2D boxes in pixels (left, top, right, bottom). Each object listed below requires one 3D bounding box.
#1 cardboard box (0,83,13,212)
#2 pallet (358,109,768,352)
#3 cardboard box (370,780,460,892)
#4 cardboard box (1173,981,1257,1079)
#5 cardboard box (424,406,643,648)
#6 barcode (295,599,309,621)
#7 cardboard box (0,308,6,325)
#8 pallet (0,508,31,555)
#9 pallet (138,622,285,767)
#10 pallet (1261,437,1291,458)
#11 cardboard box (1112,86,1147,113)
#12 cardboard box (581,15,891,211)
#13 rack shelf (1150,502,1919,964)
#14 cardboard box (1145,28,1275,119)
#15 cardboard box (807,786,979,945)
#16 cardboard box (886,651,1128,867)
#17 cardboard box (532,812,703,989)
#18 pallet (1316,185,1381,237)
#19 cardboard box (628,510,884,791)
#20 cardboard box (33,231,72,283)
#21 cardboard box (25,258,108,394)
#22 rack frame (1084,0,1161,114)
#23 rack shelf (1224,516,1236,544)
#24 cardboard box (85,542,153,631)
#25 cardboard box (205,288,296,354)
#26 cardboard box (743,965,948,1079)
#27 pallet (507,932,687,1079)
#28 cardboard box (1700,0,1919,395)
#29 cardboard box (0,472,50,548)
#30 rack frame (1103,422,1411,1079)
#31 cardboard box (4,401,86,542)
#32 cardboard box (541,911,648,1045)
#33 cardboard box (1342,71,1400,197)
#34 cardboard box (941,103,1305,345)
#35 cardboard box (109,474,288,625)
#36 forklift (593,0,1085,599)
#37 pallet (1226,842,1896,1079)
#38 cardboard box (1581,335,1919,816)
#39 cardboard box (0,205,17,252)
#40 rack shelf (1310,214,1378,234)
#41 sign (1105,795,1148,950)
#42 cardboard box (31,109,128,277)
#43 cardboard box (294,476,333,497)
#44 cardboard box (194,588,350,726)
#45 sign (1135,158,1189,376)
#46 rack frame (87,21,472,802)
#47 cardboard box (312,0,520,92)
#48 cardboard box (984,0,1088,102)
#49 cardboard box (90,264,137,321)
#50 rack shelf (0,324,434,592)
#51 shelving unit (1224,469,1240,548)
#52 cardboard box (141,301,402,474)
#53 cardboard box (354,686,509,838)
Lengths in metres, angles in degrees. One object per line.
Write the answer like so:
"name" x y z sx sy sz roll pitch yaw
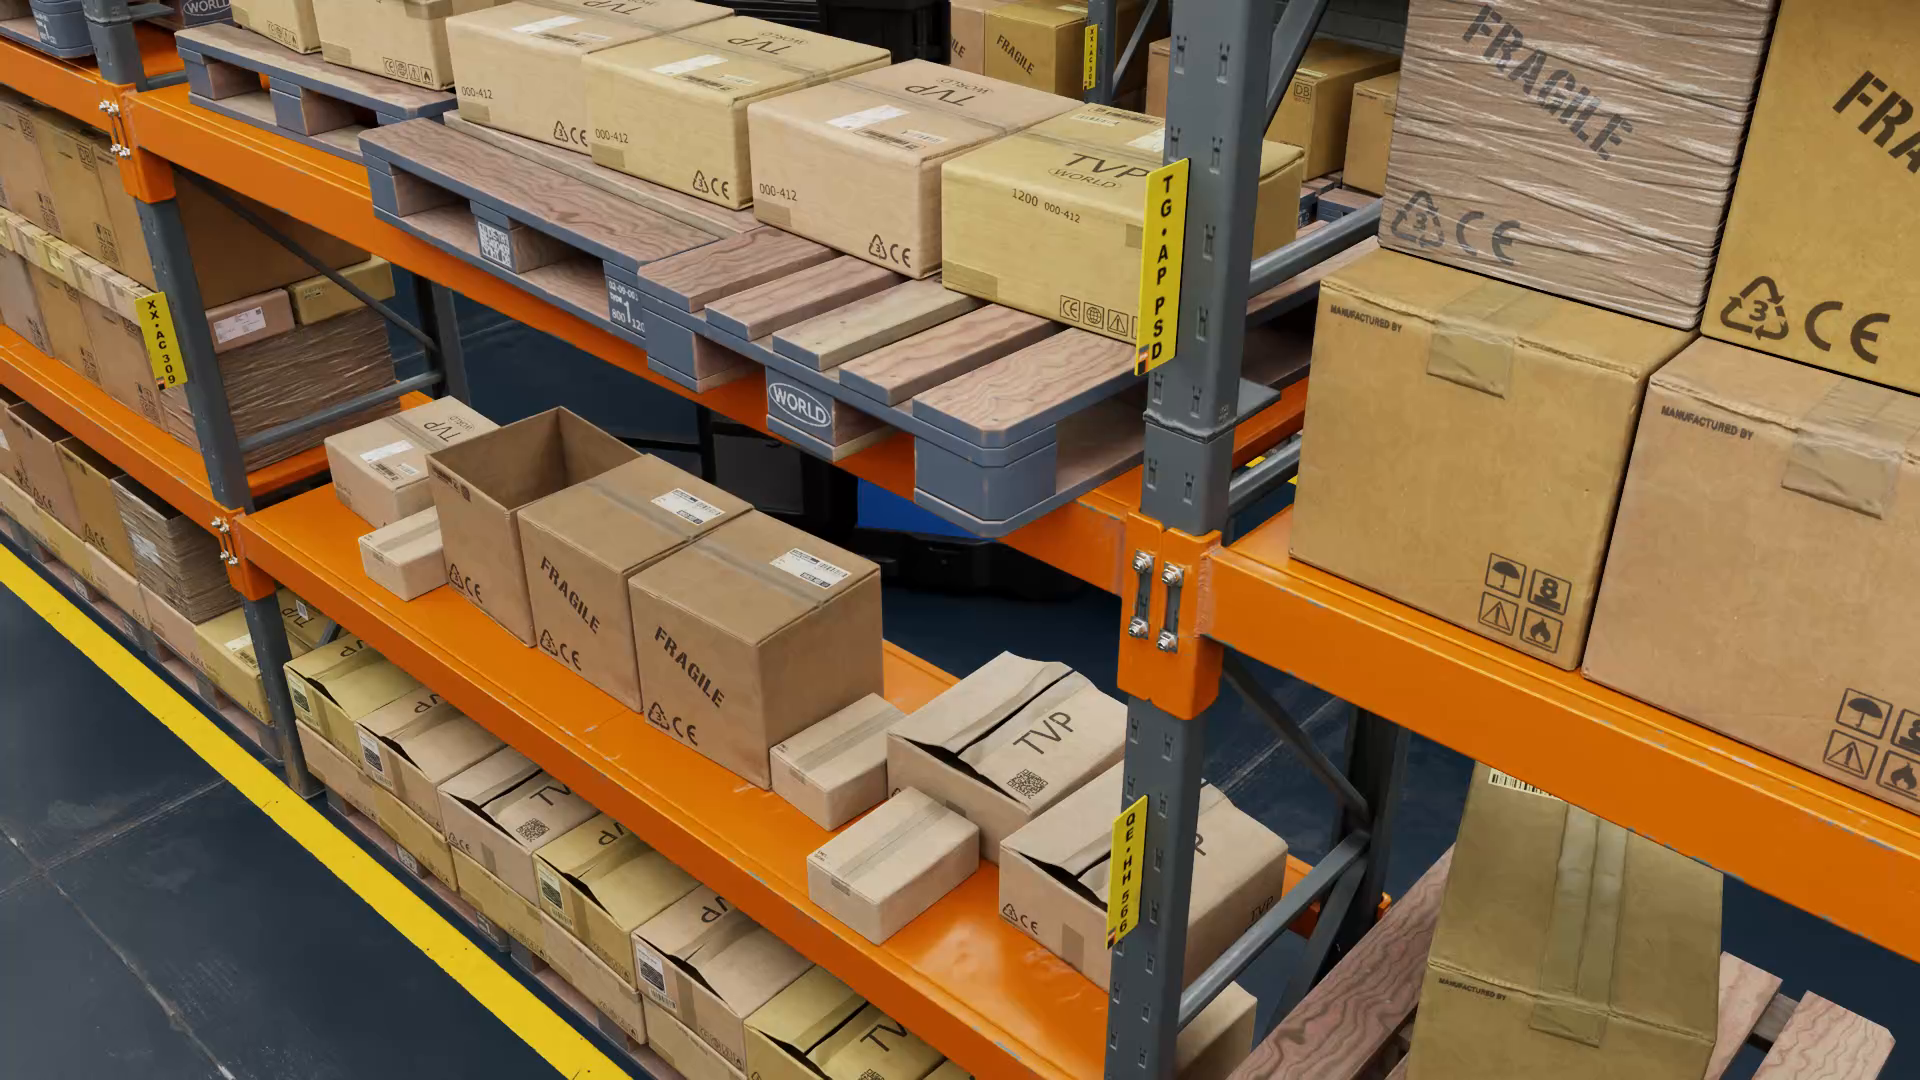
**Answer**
"cardboard box" -3.729 -1.737 6.873 0.500 0.500 0.700 25 39 35
"pallet" -0.708 -0.873 4.066 1.213 0.211 1.003 27 40 37
"cardboard box" -1.769 0.943 6.033 0.500 0.250 0.500 26 40 36
"cardboard box" 0.495 1.382 4.761 0.500 0.311 0.500 27 40 37
"cardboard box" -1.331 -0.055 5.336 0.500 0.500 0.500 -26 40 -36
"barcode" -2.370 0.252 5.989 0.075 0.075 0.001 25 39 35
"cardboard box" -4.151 -1.373 7.526 0.500 0.500 0.700 25 39 35
"pallet" -4.650 -0.408 8.722 1.213 0.211 1.003 25 39 35
"pallet" -2.841 0.437 7.319 1.213 0.211 1.003 25 39 35
"pallet" 1.620 -0.898 9.538 1.213 0.211 1.003 25 39 35
"cardboard box" 0.837 -2.551 9.705 0.500 0.250 0.500 26 39 36
"cardboard box" -0.505 -0.995 3.825 0.500 0.250 0.500 24 39 34
"rack shelf" 2.169 0.633 2.079 4.000 0.370 1.077 25 39 35
"cardboard box" 1.396 -2.404 8.812 0.500 0.500 0.700 25 39 35
"cardboard box" -0.166 0.820 4.223 0.250 0.149 0.380 25 39 35
"cardboard box" 0.153 0.573 4.477 0.500 0.311 0.500 25 39 35
"cardboard box" -1.000 1.061 5.294 0.500 0.311 0.500 26 40 36
"pallet" 2.512 -1.565 8.127 1.213 0.211 1.003 25 39 35
"cardboard box" -0.569 0.301 4.745 0.500 0.500 0.500 23 38 33
"cardboard box" -3.378 -1.152 6.530 0.250 0.149 0.380 25 39 35
"cardboard box" -3.378 -1.016 6.932 0.500 0.500 0.700 26 39 36
"rack frame" 1.042 -2.362 9.265 0.127 3.000 1.000 25 39 35
"rack shelf" 0.941 -0.033 7.652 0.431 0.518 0.480 -15 34 -23
"cardboard box" -3.515 0.111 7.417 0.500 0.250 0.500 25 39 35
"cardboard box" -2.625 -0.799 5.944 0.250 0.149 0.380 25 39 35
"cardboard box" -0.257 1.411 4.712 0.500 0.311 0.500 24 39 34
"pallet" -0.798 1.390 5.736 1.213 0.211 1.003 25 39 35
"cardboard box" 1.383 -0.508 2.212 0.500 0.500 0.500 25 39 35
"cardboard box" -4.253 -0.237 7.994 0.500 0.250 0.500 25 39 35
"rack frame" 0.686 0.918 3.817 0.127 3.000 1.000 25 39 35
"cardboard box" -3.887 -0.383 7.510 0.500 0.500 0.500 25 39 35
"cardboard box" -1.006 1.298 5.444 0.500 0.250 0.500 26 40 36
"cardboard box" 2.315 -1.992 8.127 0.700 0.500 0.500 -23 38 -33
"cardboard box" 0.312 -0.618 3.199 0.500 0.250 0.500 22 37 32
"cardboard box" -3.133 -0.044 6.946 0.500 0.500 0.500 25 39 35
"forklift" -0.814 -1.360 7.668 3.031 2.935 1.130 6 32 10
"pallet" 1.236 1.208 3.521 1.003 0.211 1.213 25 39 35
"cardboard box" 1.410 -0.095 2.495 0.500 0.500 0.910 25 39 35
"cardboard box" -3.764 -1.330 6.825 0.250 0.149 0.380 27 40 37
"rack shelf" 2.524 -1.362 8.301 4.000 0.370 1.077 25 39 35
"sign" 0.316 0.635 3.164 0.005 0.325 0.100 25 39 35
"cardboard box" -2.988 -1.391 6.297 0.500 0.500 0.700 25 39 35
"cardboard box" -2.413 -0.070 6.989 0.500 0.500 0.500 25 39 35
"cardboard box" -2.770 0.455 6.845 0.500 0.250 0.500 25 39 35
"sign" 0.308 -0.413 2.542 0.005 0.325 0.100 25 39 35
"rack frame" -2.280 -0.466 6.116 0.127 3.000 1.000 25 39 35
"cardboard box" -1.420 -1.461 4.599 0.500 0.250 0.500 21 37 31
"cardboard box" 0.484 -2.673 9.181 0.500 0.500 0.500 25 39 35
"cardboard box" -3.003 -0.975 6.236 0.250 0.149 0.380 24 38 34
"rack shelf" -3.763 -0.850 7.452 4.000 0.370 1.077 25 39 35
"shelving unit" 0.941 -0.644 7.284 0.431 2.100 0.503 -15 34 -23
"cardboard box" -2.613 -0.660 6.342 0.500 0.500 0.700 24 38 34
"cardboard box" -1.773 0.705 5.886 0.500 0.311 0.500 25 39 35
